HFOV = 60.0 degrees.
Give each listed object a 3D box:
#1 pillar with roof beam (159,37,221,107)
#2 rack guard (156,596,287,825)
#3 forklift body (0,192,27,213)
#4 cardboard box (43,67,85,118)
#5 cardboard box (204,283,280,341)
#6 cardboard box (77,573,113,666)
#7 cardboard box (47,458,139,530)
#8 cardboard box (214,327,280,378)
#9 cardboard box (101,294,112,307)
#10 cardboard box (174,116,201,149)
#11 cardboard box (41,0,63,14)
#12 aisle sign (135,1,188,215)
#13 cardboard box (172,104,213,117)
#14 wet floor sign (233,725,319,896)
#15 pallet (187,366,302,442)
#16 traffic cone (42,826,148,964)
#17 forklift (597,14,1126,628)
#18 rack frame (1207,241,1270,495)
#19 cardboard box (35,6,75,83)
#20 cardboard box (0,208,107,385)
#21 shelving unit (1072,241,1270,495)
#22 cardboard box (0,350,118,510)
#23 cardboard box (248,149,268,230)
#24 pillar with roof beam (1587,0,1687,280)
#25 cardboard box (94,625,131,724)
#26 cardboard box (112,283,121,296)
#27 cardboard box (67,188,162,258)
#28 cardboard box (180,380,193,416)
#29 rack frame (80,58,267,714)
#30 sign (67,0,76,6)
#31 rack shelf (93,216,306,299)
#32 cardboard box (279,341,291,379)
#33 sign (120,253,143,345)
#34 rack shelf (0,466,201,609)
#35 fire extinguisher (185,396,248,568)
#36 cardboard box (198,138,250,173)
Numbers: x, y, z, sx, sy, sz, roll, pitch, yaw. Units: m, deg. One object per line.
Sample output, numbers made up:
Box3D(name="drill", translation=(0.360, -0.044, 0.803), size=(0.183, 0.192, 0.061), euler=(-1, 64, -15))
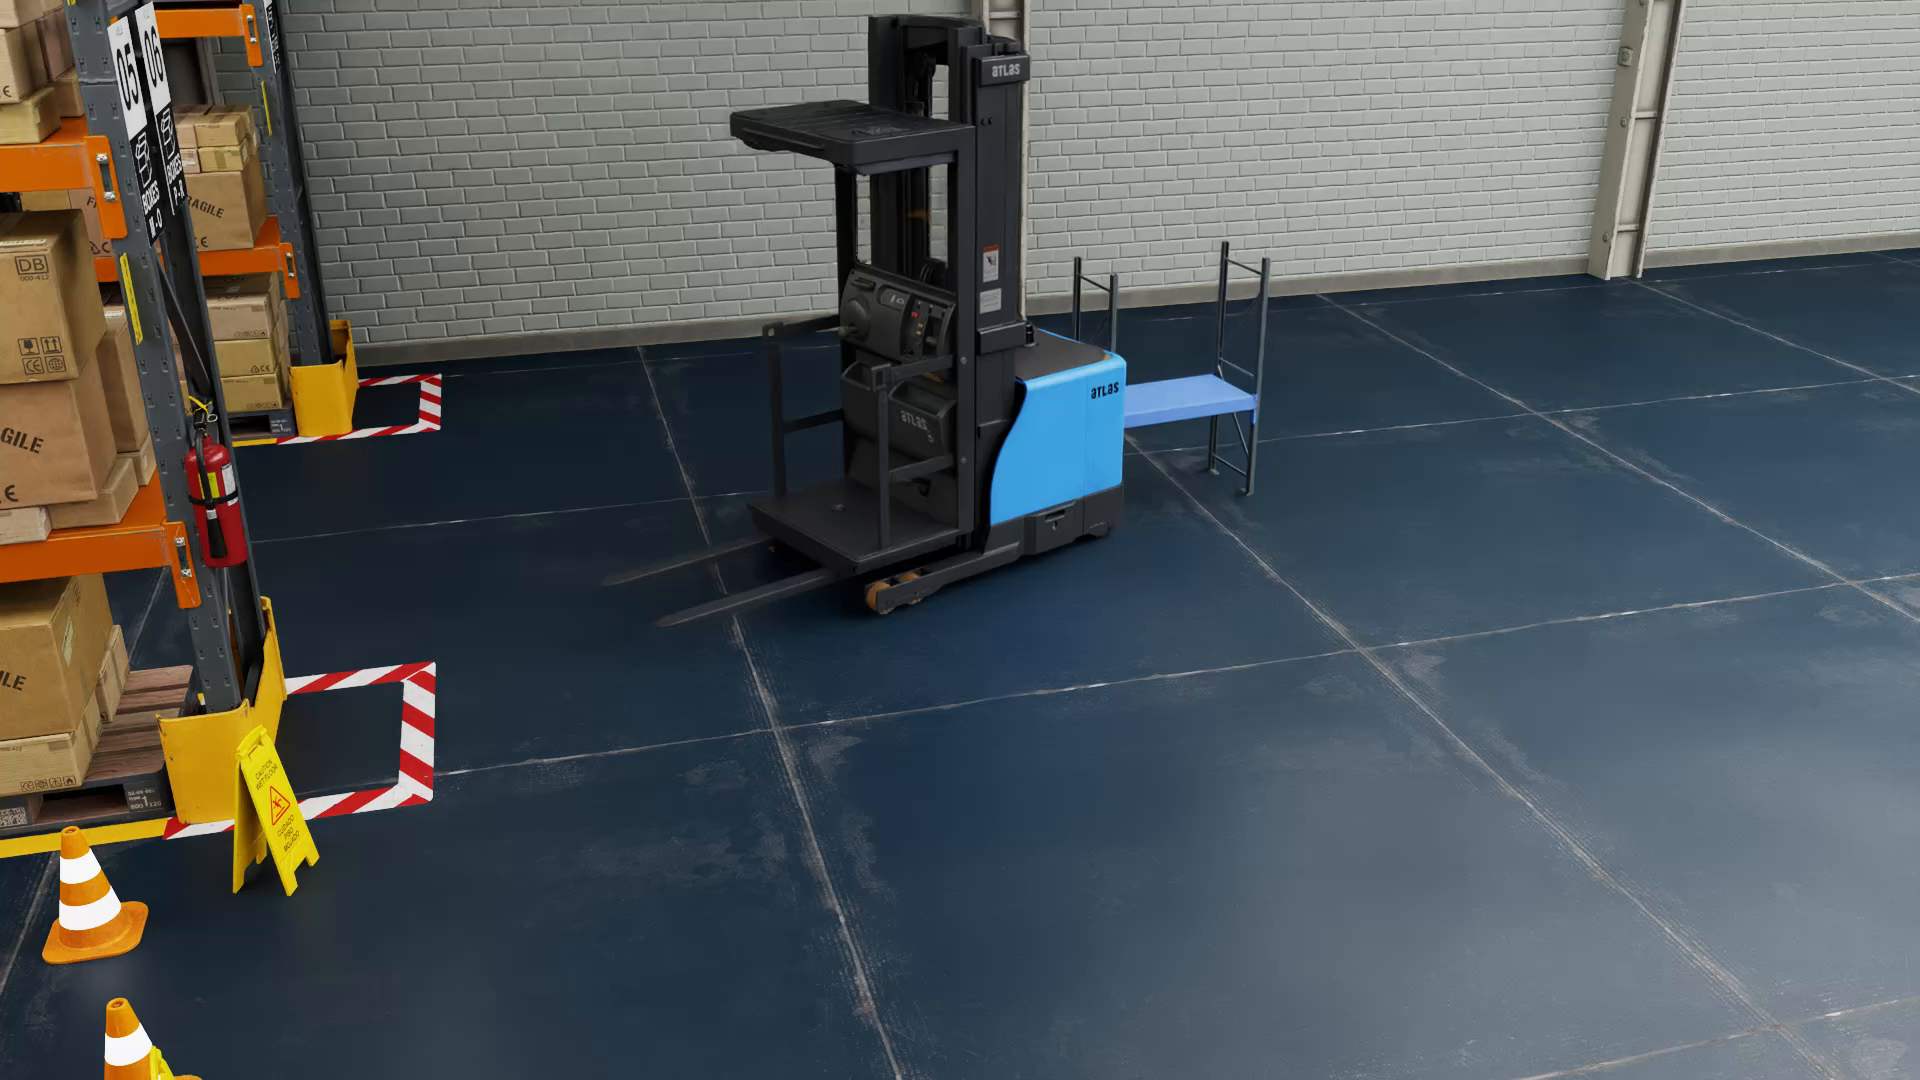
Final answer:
Box3D(name="pillar with roof beam", translation=(-4.292, -3.701, 6.963), size=(0.400, 9.000, 9.100), euler=(-6, 24, -14))
Box3D(name="rack guard", translation=(-3.269, 0.730, 7.414), size=(0.348, 0.500, 1.175), euler=(-6, 24, -14))
Box3D(name="forklift body", translation=(-5.874, -1.026, 9.413), size=(1.214, 2.155, 2.313), euler=(-6, 24, -14))
Box3D(name="cardboard box", translation=(-3.603, -1.777, 6.603), size=(0.250, 0.149, 0.380), euler=(-6, 24, -14))
Box3D(name="cardboard box", translation=(-4.900, -1.532, 11.203), size=(0.500, 0.250, 0.500), euler=(-5, 24, -13))
Box3D(name="cardboard box", translation=(-4.070, 0.283, 7.289), size=(0.500, 0.500, 0.500), euler=(-7, 24, -16))
Box3D(name="cardboard box", translation=(-3.499, -0.190, 6.707), size=(0.250, 0.149, 0.380), euler=(-5, 24, -13))
Box3D(name="cardboard box", translation=(-4.925, -1.299, 11.294), size=(0.500, 0.250, 0.500), euler=(-7, 24, -15))
Box3D(name="cardboard box", translation=(-5.873, -1.418, 10.937), size=(0.500, 0.250, 0.500), euler=(-6, 24, -14))
Box3D(name="cardboard box", translation=(-5.058, -2.635, 10.761), size=(0.250, 0.149, 0.380), euler=(-6, 24, -14))
Box3D(name="cardboard box", translation=(-3.594, -2.096, 6.333), size=(0.250, 0.149, 0.380), euler=(-6, 24, -15))
Box3D(name="aisle sign", translation=(-3.220, -1.745, 6.717), size=(0.004, 0.787, 0.394), euler=(-6, 24, -14))
Box3D(name="cardboard box", translation=(-5.195, -2.832, 11.220), size=(0.250, 0.149, 0.380), euler=(-5, 24, -13))
Box3D(name="wet floor sign", translation=(-2.724, 1.041, 6.505), size=(0.232, 0.644, 0.267), euler=(2, 23, 4))
Box3D(name="pallet", translation=(-5.266, -0.932, 11.654), size=(1.213, 0.211, 1.003), euler=(-6, 24, -14))
Box3D(name="traffic cone", translation=(-3.262, 1.275, 6.192), size=(0.334, 0.463, 0.336), euler=(-6, 24, -14))
Box3D(name="forklift", translation=(-0.502, -1.188, 8.803), size=(3.031, 2.935, 1.130), euler=(-18, 29, -35))
Box3D(name="rack frame", translation=(1.722, -1.061, 10.322), size=(0.032, 1.500, 0.500), euler=(-10, 25, -21))
Box3D(name="cardboard box", translation=(-3.752, -1.920, 6.430), size=(0.500, 0.250, 0.500), euler=(-7, 24, -15))
Box3D(name="cardboard box", translation=(-3.629, -0.931, 6.344), size=(0.500, 0.500, 0.700), euler=(-7, 24, -16))
Box3D(name="shelving unit", translation=(1.255, -0.982, 10.137), size=(1.048, 1.500, 0.538), euler=(-10, 25, -21))
Box3D(name="cardboard box", translation=(-3.644, -0.447, 6.483), size=(0.500, 0.500, 0.500), euler=(-7, 24, -15))
Box3D(name="cardboard box", translation=(-5.093, -2.409, 11.434), size=(0.500, 0.500, 0.500), euler=(-6, 24, -13))
Box3D(name="pillar with roof beam", translation=(7.262, -4.979, 9.942), size=(0.400, 9.000, 9.100), euler=(-6, 24, -14))
Box3D(name="cardboard box", translation=(-4.048, 0.625, 7.444), size=(0.500, 0.250, 0.500), euler=(-7, 24, -15))
Box3D(name="cardboard box", translation=(-5.535, -1.666, 11.514), size=(0.500, 0.250, 0.500), euler=(-6, 24, -14))
Box3D(name="cardboard box", translation=(-5.446, -2.153, 10.836), size=(0.500, 0.500, 0.500), euler=(-6, 24, -13))
Box3D(name="cardboard box", translation=(-5.389, -1.021, 11.279), size=(0.500, 0.250, 0.500), euler=(-6, 24, -14))
Box3D(name="rack frame", translation=(-3.196, -0.426, 6.940), size=(0.127, 3.000, 1.000), euler=(-6, 24, -14))
Box3D(name="sign", translation=(-3.066, -1.999, 5.678), size=(0.005, 0.325, 0.100), euler=(-6, 24, -14))
Box3D(name="rack shelf", translation=(-6.466, -1.767, 10.976), size=(4.000, 0.370, 1.077), euler=(-6, 24, -14))
Box3D(name="cardboard box", translation=(-5.066, -1.262, 11.841), size=(0.500, 0.250, 0.500), euler=(-6, 24, -14))
Box3D(name="sign", translation=(-3.066, -0.891, 6.153), size=(0.005, 0.325, 0.100), euler=(-6, 24, -14))
Box3D(name="rack shelf", translation=(-5.122, 0.117, 6.585), size=(4.000, 0.370, 1.077), euler=(-6, 24, -14))
Box3D(name="fire extinguisher", translation=(-2.962, -0.228, 6.576), size=(0.183, 0.674, 0.296), euler=(-6, 24, -14))
Box3D(name="cardboard box", translation=(-4.799, -2.511, 10.849), size=(0.250, 0.149, 0.380), euler=(-6, 24, -14))
